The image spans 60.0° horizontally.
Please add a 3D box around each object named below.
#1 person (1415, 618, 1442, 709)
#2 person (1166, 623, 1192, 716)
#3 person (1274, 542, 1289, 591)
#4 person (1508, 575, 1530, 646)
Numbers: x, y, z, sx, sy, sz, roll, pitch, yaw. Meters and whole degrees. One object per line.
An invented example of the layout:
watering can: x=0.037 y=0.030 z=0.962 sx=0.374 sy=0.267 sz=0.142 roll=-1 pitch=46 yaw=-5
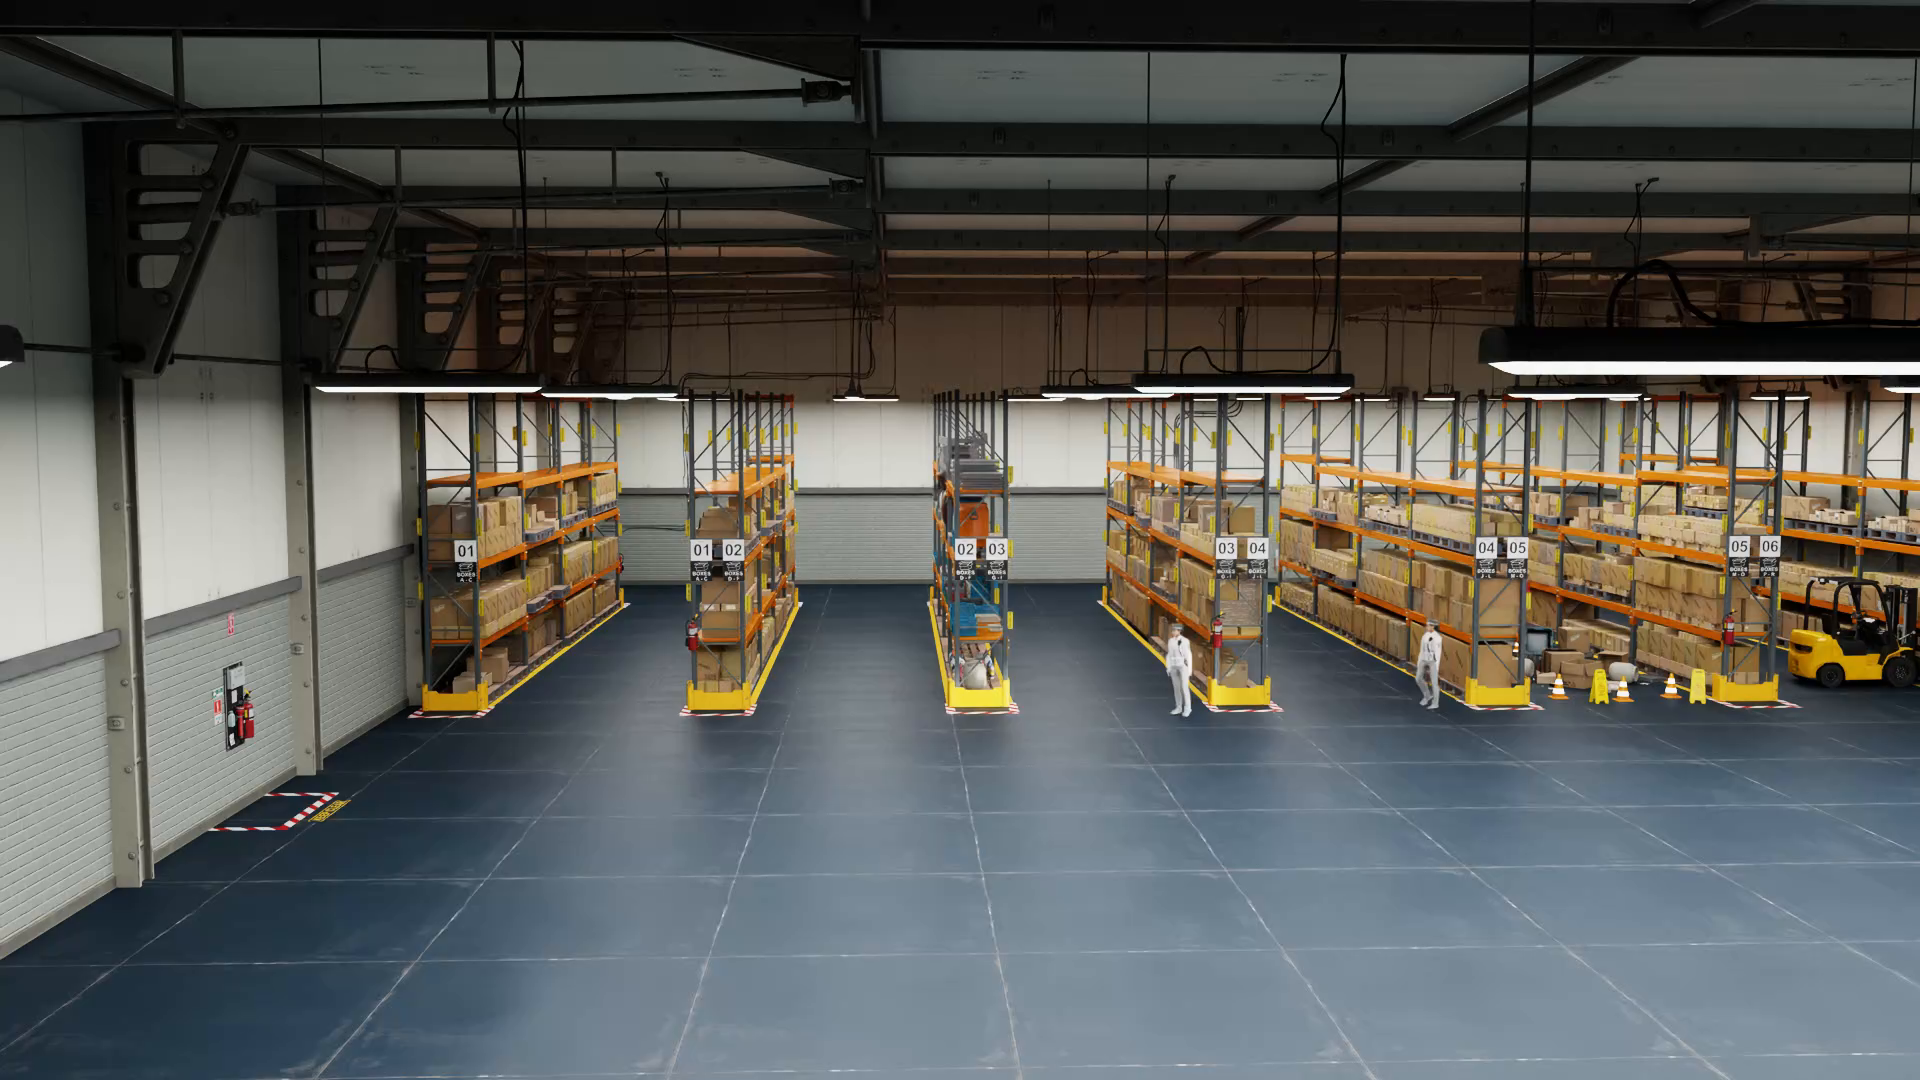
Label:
person: x=8.875 y=2.322 z=31.394 sx=0.402 sy=1.697 sz=0.496 roll=-3 pitch=5 yaw=-30
person: x=4.040 y=2.390 z=30.767 sx=0.538 sy=1.724 sz=0.350 roll=4 pitch=6 yaw=40
person: x=9.605 y=0.804 z=49.789 sx=0.455 sy=1.681 sz=0.452 roll=-4 pitch=6 yaw=-44
person: x=13.265 y=1.660 z=39.438 sx=0.487 sy=1.756 sz=0.584 roll=2 pitch=5 yaw=28
